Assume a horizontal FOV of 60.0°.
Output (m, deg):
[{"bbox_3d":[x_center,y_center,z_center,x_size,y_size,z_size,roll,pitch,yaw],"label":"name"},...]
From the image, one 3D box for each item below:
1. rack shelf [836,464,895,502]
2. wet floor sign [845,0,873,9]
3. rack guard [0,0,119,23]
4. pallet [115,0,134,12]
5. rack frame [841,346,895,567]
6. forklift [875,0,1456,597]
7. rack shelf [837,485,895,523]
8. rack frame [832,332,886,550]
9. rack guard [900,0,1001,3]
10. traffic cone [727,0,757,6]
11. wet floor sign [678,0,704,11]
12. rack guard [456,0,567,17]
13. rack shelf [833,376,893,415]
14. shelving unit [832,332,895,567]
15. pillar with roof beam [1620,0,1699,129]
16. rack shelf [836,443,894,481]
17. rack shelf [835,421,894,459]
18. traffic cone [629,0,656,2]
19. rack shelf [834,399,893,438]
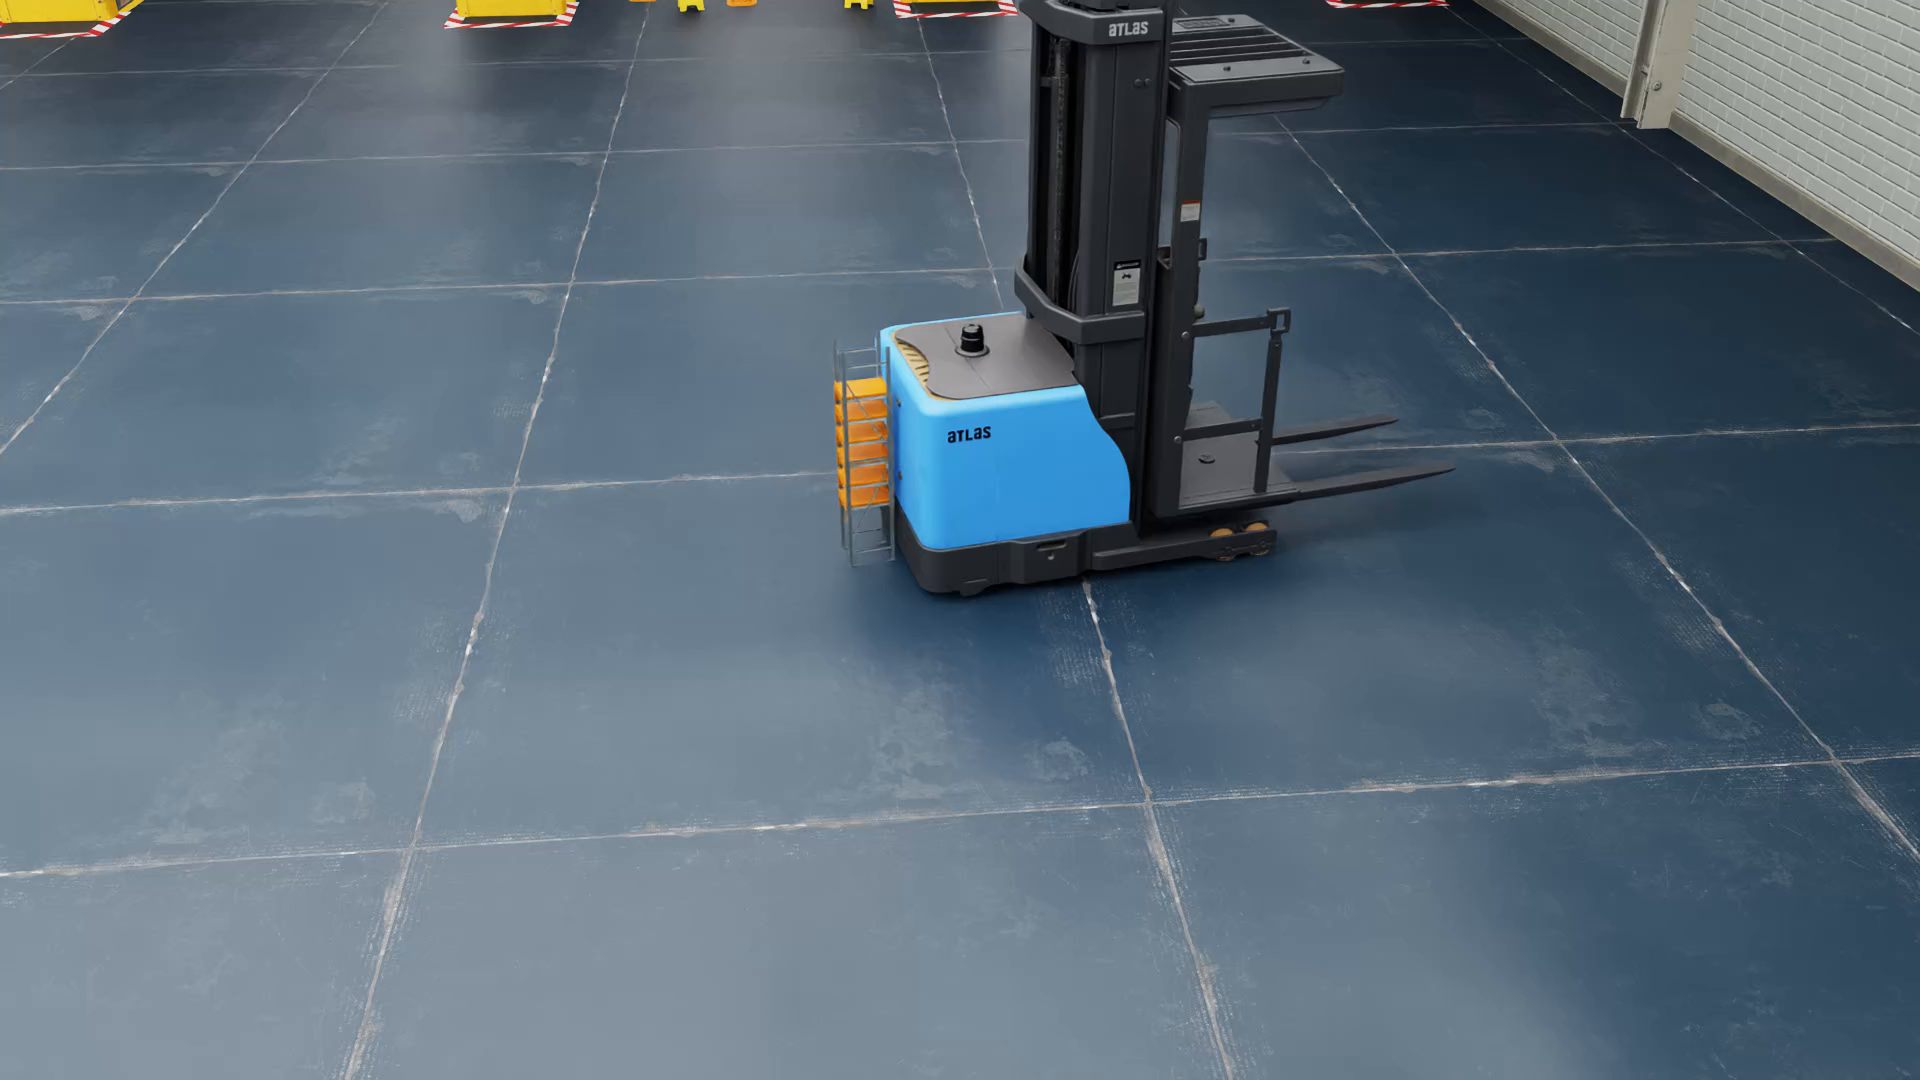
[{"bbox_3d":[-0.477,-0.297,8.398,0.258,0.103,0.180,-9,32,-14],"label":"rack shelf"},{"bbox_3d":[-1.149,-6.355,18.761,0.267,0.644,0.232,8,32,13],"label":"wet floor sign"},{"bbox_3d":[-9.975,-6.005,18.316,1.175,0.500,0.348,-3,31,-5],"label":"rack guard"},{"bbox_3d":[-10.016,-6.298,19.088,1.003,0.211,1.213,-3,31,-5],"label":"pallet"},{"bbox_3d":[-0.451,-0.393,8.238,0.240,1.200,0.006,-9,32,-14],"label":"rack frame"},{"bbox_3d":[1.131,-1.400,8.236,3.031,2.935,1.130,-9,32,-14],"label":"forklift"},{"bbox_3d":[-0.476,-0.194,8.459,0.258,0.103,0.180,-9,32,-14],"label":"rack shelf"},{"bbox_3d":[-0.503,-0.483,8.389,0.240,1.200,0.006,-9,32,-14],"label":"rack frame"},{"bbox_3d":[-0.109,-6.480,19.111,1.175,0.500,0.348,-3,31,-5],"label":"rack guard"},{"bbox_3d":[-2.500,-6.356,18.940,0.336,0.463,0.334,-3,31,-5],"label":"traffic cone"},{"bbox_3d":[-3.046,-6.295,18.660,0.267,0.644,0.232,-8,32,-13],"label":"wet floor sign"},{"bbox_3d":[-5.018,-6.140,18.542,1.175,0.500,0.348,-3,31,-5],"label":"rack guard"},{"bbox_3d":[-0.477,-0.709,8.151,0.258,0.103,0.180,-9,32,-14],"label":"rack shelf"},{"bbox_3d":[-0.477,-0.438,8.313,0.258,1.200,0.189,-9,32,-14],"label":"shelving unit"},{"bbox_3d":[1.947,-7.459,12.462,9.100,9.000,0.400,-3,31,-5],"label":"pillar with roof beam"},{"bbox_3d":[-0.477,-0.400,8.336,0.258,0.103,0.180,-9,32,-14],"label":"rack shelf"},{"bbox_3d":[-0.477,-0.503,8.275,0.258,0.103,0.180,-9,32,-14],"label":"rack shelf"},{"bbox_3d":[-3.656,-6.476,19.140,0.336,0.463,0.334,-3,31,-5],"label":"traffic cone"},{"bbox_3d":[-0.477,-0.606,8.213,0.258,0.103,0.180,-9,32,-14],"label":"rack shelf"}]
